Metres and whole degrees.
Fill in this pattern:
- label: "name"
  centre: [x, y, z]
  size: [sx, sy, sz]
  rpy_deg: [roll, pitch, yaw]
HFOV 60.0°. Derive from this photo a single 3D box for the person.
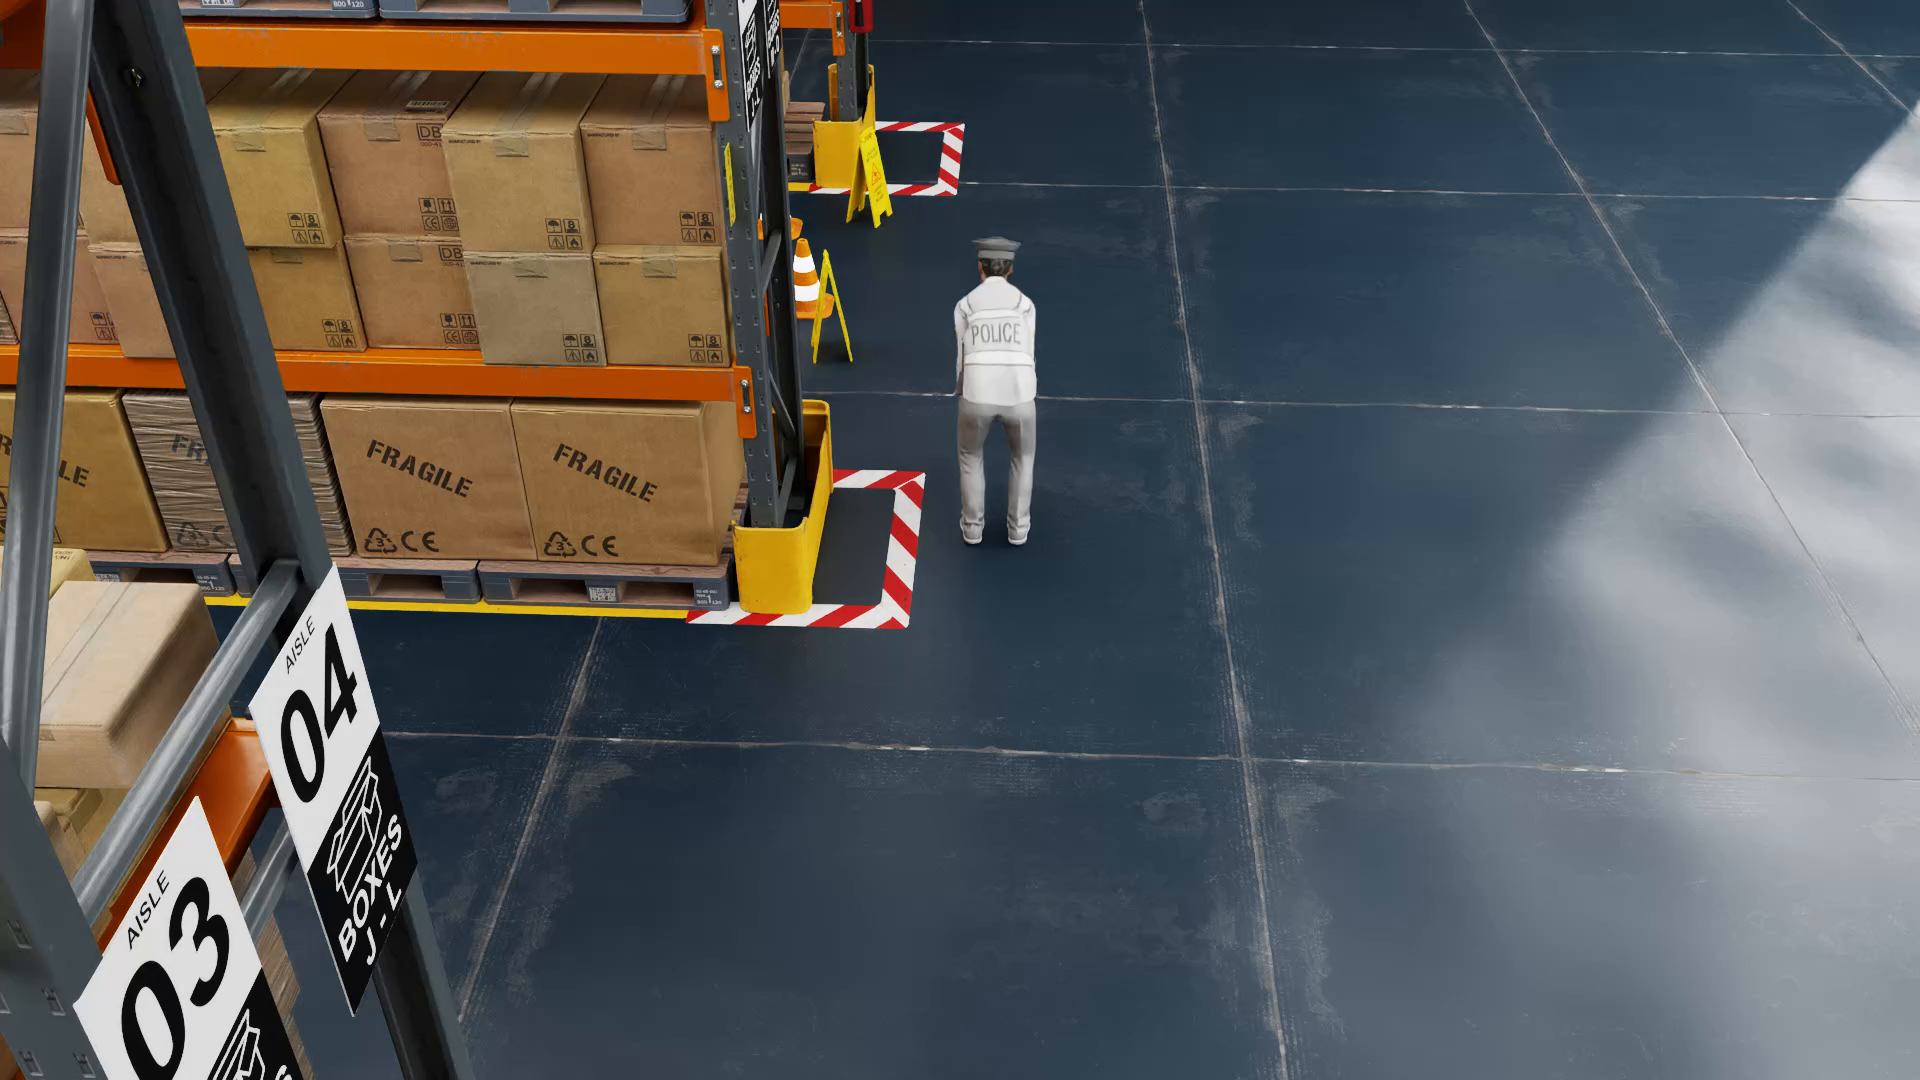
- label: "person"
  centre: [0.177, -0.736, 8.292]
  size: [0.406, 1.483, 0.757]
  rpy_deg: [1, 36, 1]
